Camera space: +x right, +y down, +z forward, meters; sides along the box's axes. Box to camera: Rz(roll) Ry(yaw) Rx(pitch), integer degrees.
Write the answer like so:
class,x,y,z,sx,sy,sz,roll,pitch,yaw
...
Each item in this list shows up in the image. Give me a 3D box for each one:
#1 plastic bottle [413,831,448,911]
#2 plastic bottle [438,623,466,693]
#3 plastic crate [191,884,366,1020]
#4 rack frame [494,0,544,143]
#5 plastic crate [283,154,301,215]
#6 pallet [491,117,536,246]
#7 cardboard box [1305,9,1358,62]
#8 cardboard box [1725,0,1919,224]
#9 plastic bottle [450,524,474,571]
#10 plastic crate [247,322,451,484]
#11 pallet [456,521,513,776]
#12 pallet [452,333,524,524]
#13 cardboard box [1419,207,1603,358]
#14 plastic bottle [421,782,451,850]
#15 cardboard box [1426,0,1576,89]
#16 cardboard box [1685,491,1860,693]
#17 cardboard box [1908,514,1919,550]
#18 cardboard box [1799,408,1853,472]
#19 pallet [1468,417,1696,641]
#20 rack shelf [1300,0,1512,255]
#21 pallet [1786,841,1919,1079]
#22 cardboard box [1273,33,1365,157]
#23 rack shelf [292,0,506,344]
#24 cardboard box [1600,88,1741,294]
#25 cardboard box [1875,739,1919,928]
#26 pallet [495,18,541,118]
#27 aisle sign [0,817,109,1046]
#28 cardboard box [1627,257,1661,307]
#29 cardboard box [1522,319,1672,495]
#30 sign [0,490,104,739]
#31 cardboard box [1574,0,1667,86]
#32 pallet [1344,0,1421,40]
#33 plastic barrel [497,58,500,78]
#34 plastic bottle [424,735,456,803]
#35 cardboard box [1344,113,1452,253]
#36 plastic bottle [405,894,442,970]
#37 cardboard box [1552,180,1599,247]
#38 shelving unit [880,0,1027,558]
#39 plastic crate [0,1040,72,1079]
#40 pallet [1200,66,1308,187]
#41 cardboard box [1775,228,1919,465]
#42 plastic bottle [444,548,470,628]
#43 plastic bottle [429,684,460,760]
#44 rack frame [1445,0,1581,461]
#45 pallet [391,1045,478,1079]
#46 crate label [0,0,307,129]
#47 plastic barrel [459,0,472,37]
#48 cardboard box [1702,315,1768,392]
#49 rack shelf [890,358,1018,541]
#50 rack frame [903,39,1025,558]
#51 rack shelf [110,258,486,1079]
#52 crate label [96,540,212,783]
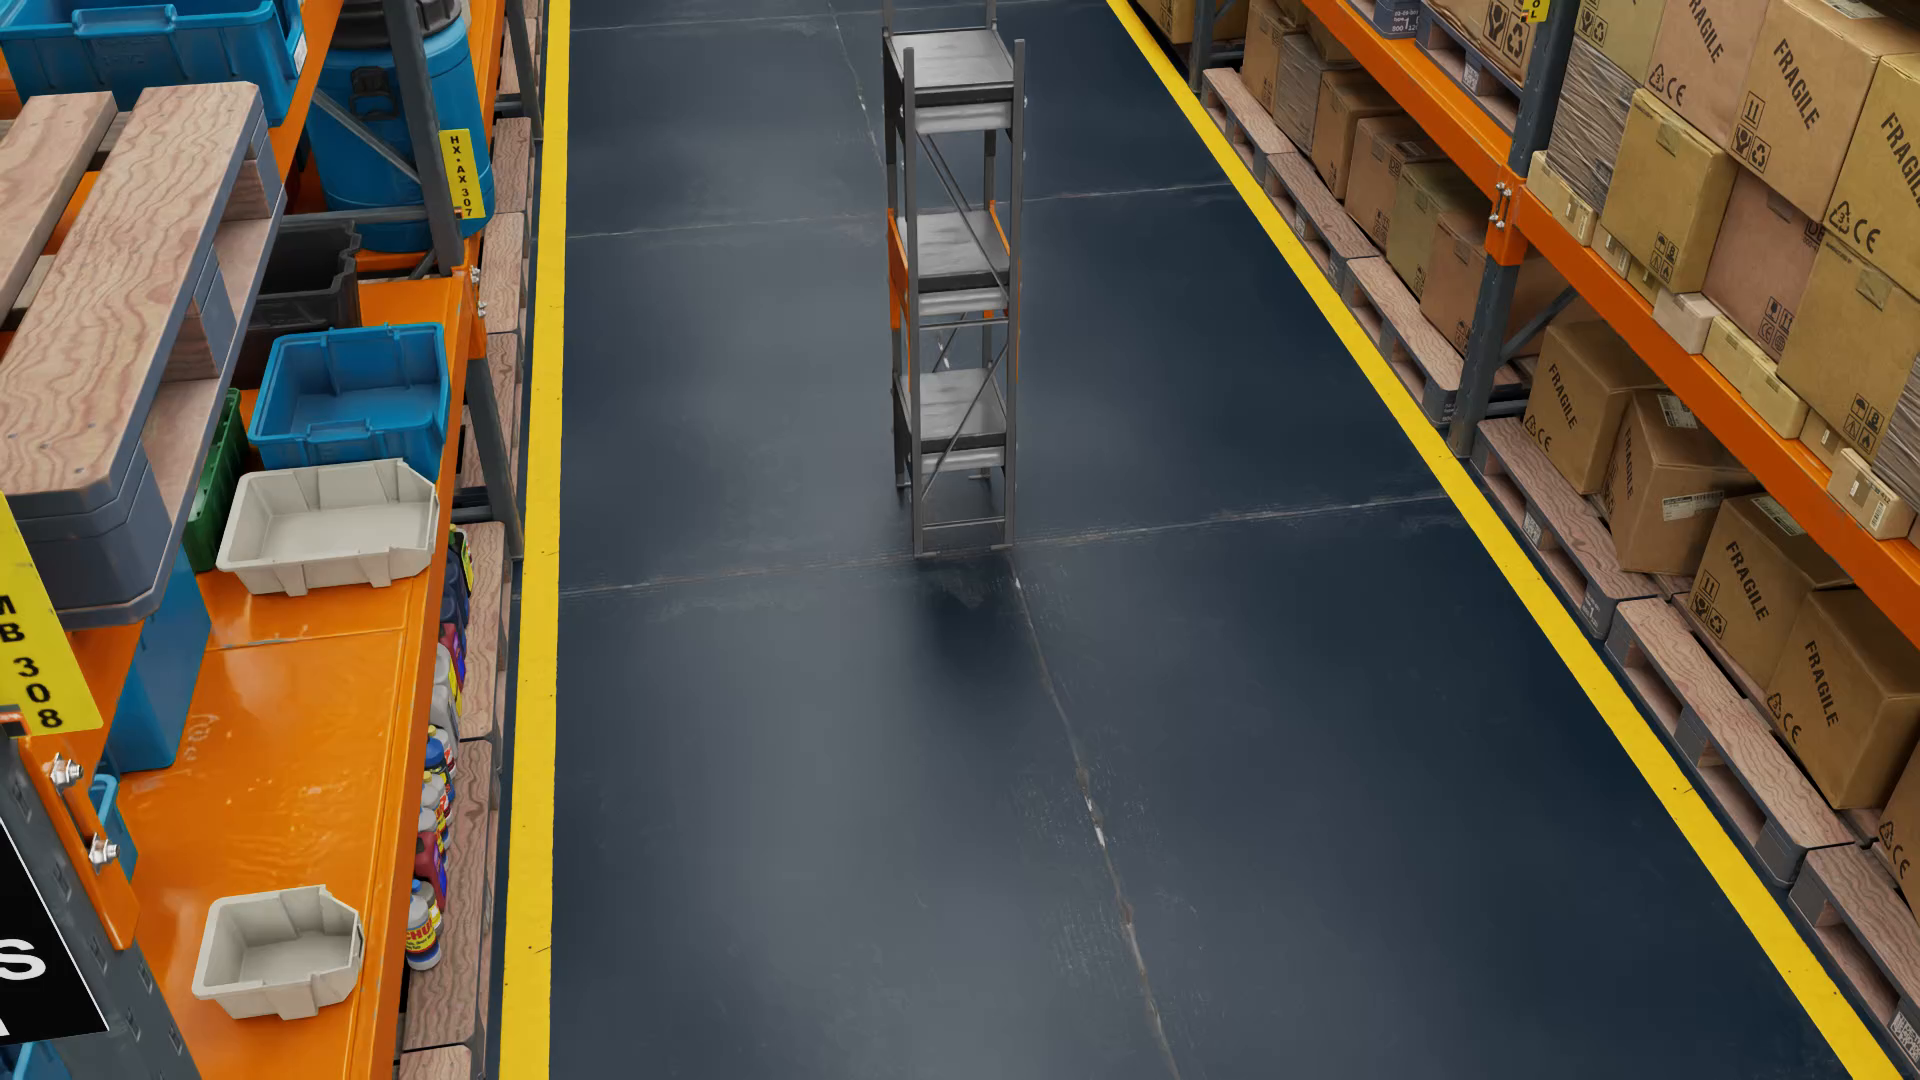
class,x,y,z,sx,sy,sz,roll,pitch,yaw
plastic bottle,-1.577,0.961,4.924,0.061,0.283,0.133,-6,38,-7
plastic bottle,-1.746,0.380,5.672,0.061,0.283,0.133,-4,38,-5
plastic crate,-1.384,0.858,3.416,0.298,0.136,0.250,-6,38,-8
rack frame,-2.947,-3.503,8.814,1.000,3.000,0.127,-6,38,-8
plastic crate,-2.632,-1.372,6.019,0.402,0.464,0.583,-6,38,-8
pallet,-2.849,-1.930,9.062,1.003,0.211,1.213,-6,38,-8
cardboard box,2.179,-2.798,8.974,0.500,0.250,0.500,-2,38,-3
cardboard box,2.636,-1.269,4.799,0.500,0.500,0.500,-6,38,-8
plastic bottle,-1.875,0.030,6.189,0.097,0.201,0.097,0,38,0
plastic crate,-1.784,-0.389,4.927,0.499,0.251,0.616,-6,38,-8
pallet,-2.169,0.424,6.032,1.003,0.211,1.213,-6,38,-8
pallet,-2.421,-0.456,7.165,1.003,0.211,1.213,-6,38,-8
cardboard box,2.544,-1.180,7.502,0.700,0.500,0.500,-9,39,-11
plastic bottle,-1.633,0.837,5.093,0.097,0.271,0.097,0,38,0
cardboard box,2.629,-2.517,6.714,1.000,1.000,1.000,-6,38,-8
cardboard box,2.956,0.159,5.795,0.500,0.500,0.500,-9,39,-12
cardboard box,2.843,-0.008,4.520,0.380,0.149,0.250,-6,38,-8
cardboard box,2.737,-0.308,4.906,0.380,0.149,0.250,-6,38,-8
pallet,2.783,-0.117,6.728,1.003,0.211,1.213,-6,38,-8
rack shelf,2.280,-2.544,8.166,1.077,0.370,4.000,-6,38,-8
pallet,3.211,1.357,4.831,1.003,0.211,1.213,-6,38,-8
cardboard box,2.176,-2.486,9.184,0.700,0.500,0.500,-9,39,-12
rack shelf,-2.596,-2.011,7.480,1.077,0.370,4.000,-6,38,-8
cardboard box,2.702,-1.192,5.516,0.875,0.500,0.500,-6,38,-8
cardboard box,3.100,0.881,4.866,0.500,0.500,0.500,3,38,4
pallet,-3.126,-2.874,10.277,1.003,0.211,1.213,-6,38,-8
aisle sign,-1.243,0.314,1.781,0.394,0.787,0.004,-6,38,-8
cardboard box,2.528,-0.908,5.679,0.380,0.149,0.250,-6,38,-8
cardboard box,2.661,-0.553,6.712,0.500,0.500,0.500,-7,38,-9
sign,-1.002,0.084,1.744,0.100,0.325,0.005,-6,38,-8
cardboard box,2.459,-1.872,5.576,0.500,0.500,0.500,-6,38,-8
pallet,2.317,-2.769,8.025,1.003,0.211,1.213,-6,38,-8
plastic barrel,-3.049,-3.106,9.729,0.600,0.830,0.708,-6,38,-8
plastic bottle,-1.668,0.714,5.251,0.097,0.271,0.097,0,38,0
cardboard box,2.381,-1.808,8.311,0.700,0.500,0.500,-9,39,-12
plastic bottle,-1.555,1.104,4.749,0.097,0.271,0.097,0,38,0
cardboard box,2.403,-1.206,6.062,0.380,0.149,0.250,-6,38,-8
shelving unit,-0.029,-0.929,6.235,0.431,2.100,0.503,-6,38,-8
plastic crate,-1.927,1.118,2.988,0.499,0.251,0.616,-6,38,-8
pallet,2.065,-2.462,9.748,1.003,0.211,1.213,-6,38,-8
cardboard box,2.936,-0.595,4.747,0.875,0.500,0.500,-6,38,-8
plastic bottle,-1.849,0.143,5.921,0.144,0.351,0.185,-7,38,-9
plastic bottle,-1.734,0.582,5.417,0.152,0.276,0.135,-6,38,-7
rack frame,2.631,-1.620,6.390,1.000,3.000,0.127,-6,38,-8
pallet,-1.741,1.898,4.135,1.003,0.211,1.213,-6,38,-8
crate label,-1.547,-0.963,3.221,0.502,0.251,0.408,-6,38,-8
plastic barrel,-2.402,-2.447,7.344,0.433,0.535,0.433,0,38,0
cardboard box,2.616,-0.606,5.290,0.380,0.149,0.250,-6,38,-8
rack shelf,-0.029,-0.366,6.672,0.431,0.518,0.480,-6,38,-8
rack frame,0.014,-0.782,6.045,0.400,2.100,0.015,-6,38,-8
rack shelf,-1.895,0.405,4.370,1.077,0.370,4.000,-6,38,-8
crate label,-2.133,0.232,3.977,0.502,0.435,0.616,-6,38,-8
